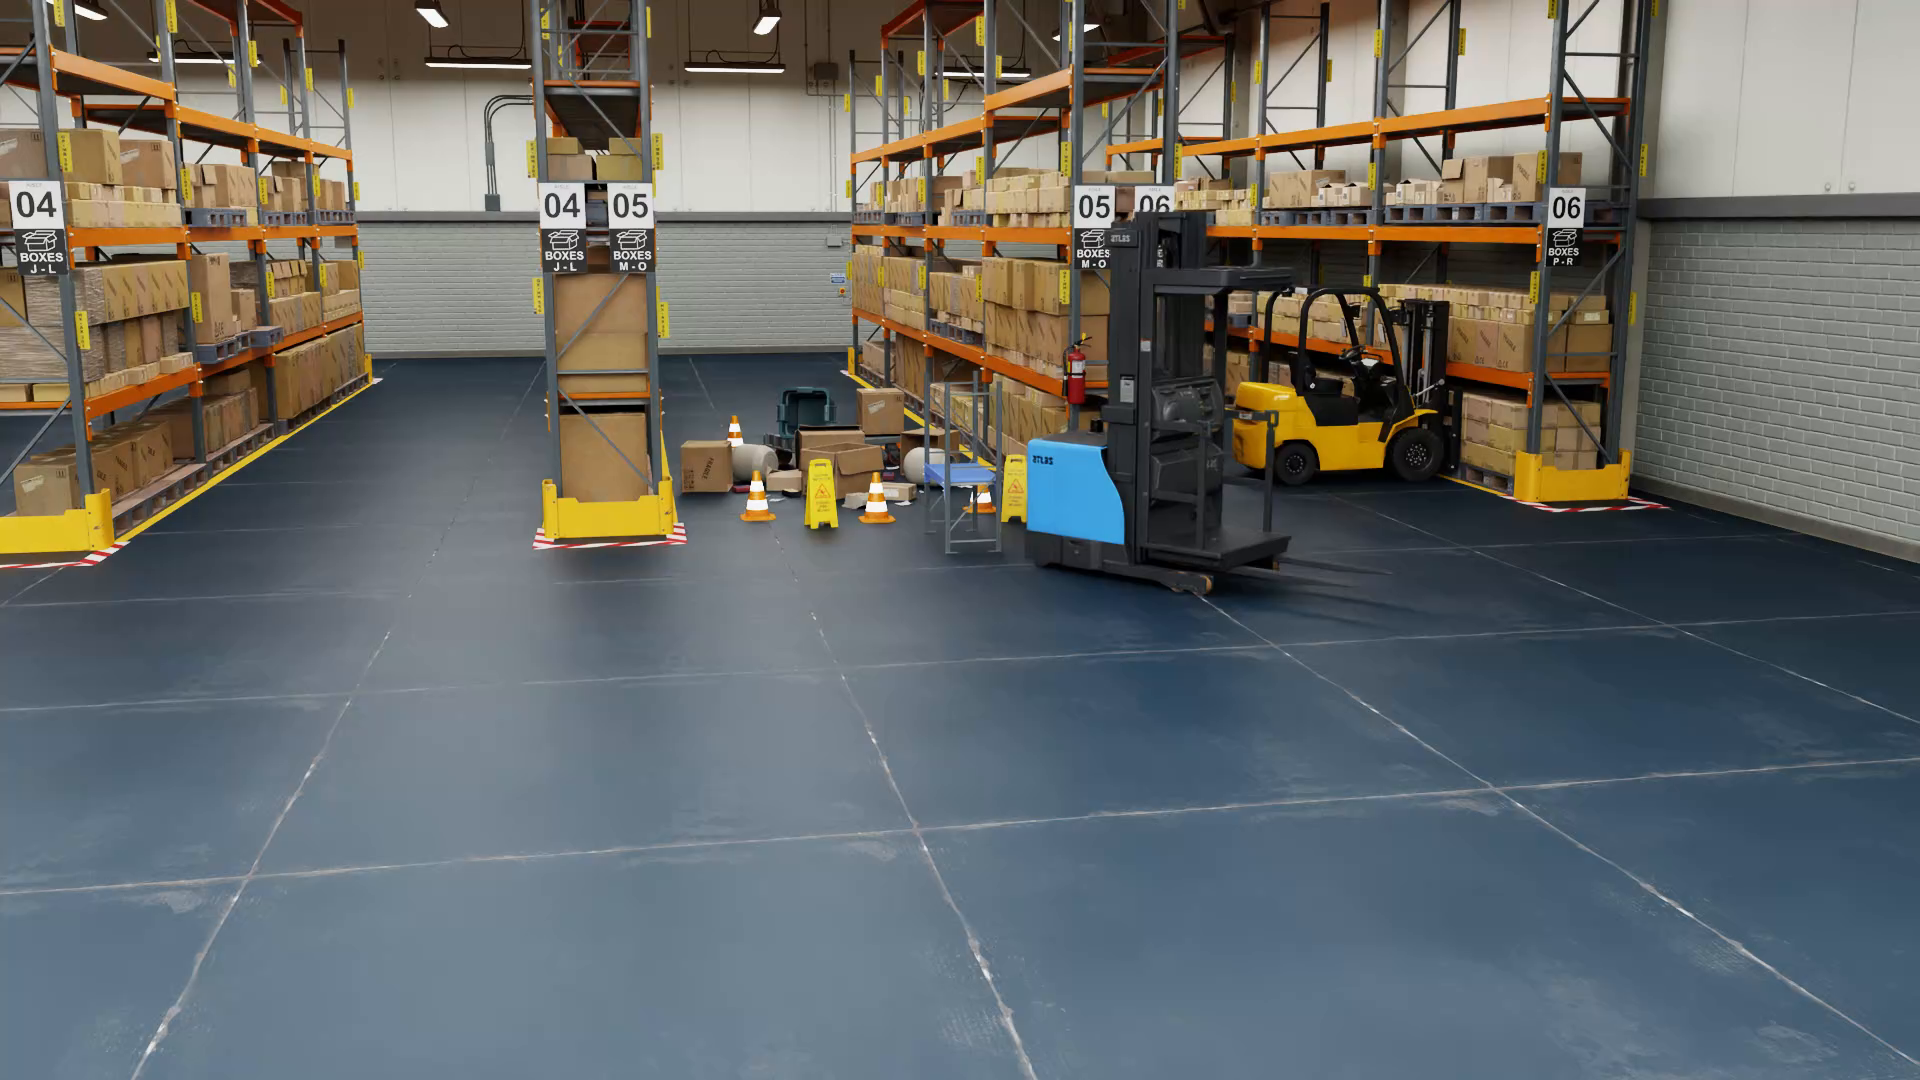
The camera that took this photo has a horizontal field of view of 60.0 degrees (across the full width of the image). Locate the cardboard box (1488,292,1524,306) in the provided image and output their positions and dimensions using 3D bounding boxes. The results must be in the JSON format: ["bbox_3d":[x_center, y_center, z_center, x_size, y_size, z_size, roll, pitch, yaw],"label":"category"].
[{"bbox_3d":[6.021,-2.633,18.208,0.380,0.149,0.250,-2,11,-11],"label":"cardboard box"}]

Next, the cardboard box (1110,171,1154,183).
[{"bbox_3d":[1.692,-3.555,16.366,0.380,0.149,0.250,-2,11,-11],"label":"cardboard box"}]

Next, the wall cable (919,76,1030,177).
[{"bbox_3d":[0.544,-8.794,37.234,2.988,3.039,0.133,-2,11,-11],"label":"wall cable"}]

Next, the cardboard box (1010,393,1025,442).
[{"bbox_3d":[0.847,-1.387,18.685,0.500,0.500,0.500,-2,11,-8],"label":"cardboard box"}]

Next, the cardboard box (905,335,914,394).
[{"bbox_3d":[-0.391,-2.827,26.588,0.875,0.875,0.875,-2,11,-9],"label":"cardboard box"}]

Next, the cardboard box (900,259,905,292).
[{"bbox_3d":[-0.642,-4.111,25.832,0.500,0.500,0.500,-2,11,-12],"label":"cardboard box"}]

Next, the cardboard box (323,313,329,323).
[{"bbox_3d":[-10.225,-3.524,26.358,0.380,0.149,0.250,-2,11,-11],"label":"cardboard box"}]

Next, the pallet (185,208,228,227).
[{"bbox_3d":[-8.954,-3.612,18.630,1.213,0.211,1.003,-2,11,-11],"label":"pallet"}]

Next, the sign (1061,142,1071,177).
[{"bbox_3d":[1.012,-3.632,15.867,0.100,0.325,0.005,-2,11,-11],"label":"sign"}]

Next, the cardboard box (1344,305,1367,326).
[{"bbox_3d":[5.305,-2.908,21.514,0.500,0.250,0.500,-2,11,-12],"label":"cardboard box"}]

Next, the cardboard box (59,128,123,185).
[{"bbox_3d":[-8.184,-3.576,15.541,0.500,0.500,0.500,-2,11,-11],"label":"cardboard box"}]

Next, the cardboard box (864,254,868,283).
[{"bbox_3d":[-1.424,-4.836,29.643,0.500,0.500,0.500,-2,11,-11],"label":"cardboard box"}]

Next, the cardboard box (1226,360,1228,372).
[{"bbox_3d":[4.388,-2.625,26.526,0.500,0.500,0.500,-2,11,-9],"label":"cardboard box"}]

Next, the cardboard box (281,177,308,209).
[{"bbox_3d":[-10.705,-5.500,26.391,0.700,0.500,0.500,-3,11,-14],"label":"cardboard box"}]

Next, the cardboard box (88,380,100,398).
[{"bbox_3d":[-8.011,-1.364,15.011,0.380,0.149,0.250,-2,11,-11],"label":"cardboard box"}]

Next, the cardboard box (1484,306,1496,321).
[{"bbox_3d":[5.980,-2.484,18.222,0.380,0.149,0.250,-2,11,-11],"label":"cardboard box"}]

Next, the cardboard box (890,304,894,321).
[{"bbox_3d":[-0.844,-3.682,26.921,0.500,0.250,0.500,-2,11,-12],"label":"cardboard box"}]

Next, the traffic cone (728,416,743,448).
[{"bbox_3d":[-2.833,-1.330,20.946,0.336,0.463,0.334,-2,11,-11],"label":"traffic cone"}]

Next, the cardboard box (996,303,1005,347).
[{"bbox_3d":[0.715,-2.487,19.177,0.500,0.500,0.500,-2,11,-11],"label":"cardboard box"}]

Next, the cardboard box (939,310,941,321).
[{"bbox_3d":[-0.084,-3.119,23.110,0.380,0.149,0.250,-3,11,-15],"label":"cardboard box"}]

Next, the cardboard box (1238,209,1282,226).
[{"bbox_3d":[4.535,-4.874,25.159,0.500,0.250,0.500,-2,11,-13],"label":"cardboard box"}]

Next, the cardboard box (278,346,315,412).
[{"bbox_3d":[-9.996,-2.301,23.821,1.225,0.875,0.875,-2,11,-11],"label":"cardboard box"}]

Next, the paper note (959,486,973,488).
[{"bbox_3d":[0.076,-0.591,18.218,0.142,0.019,0.148,-6,13,-31],"label":"paper note"}]

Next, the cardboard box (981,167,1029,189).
[{"bbox_3d":[0.545,-4.427,20.353,0.500,0.250,0.500,-2,11,-10],"label":"cardboard box"}]

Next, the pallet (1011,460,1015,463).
[{"bbox_3d":[1.189,-0.758,18.613,1.003,0.211,1.213,-2,11,-11],"label":"pallet"}]

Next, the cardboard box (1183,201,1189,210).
[{"bbox_3d":[3.890,-5.517,27.421,0.380,0.149,0.250,-2,11,-10],"label":"cardboard box"}]

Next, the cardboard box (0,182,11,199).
[{"bbox_3d":[-8.456,-3.067,14.601,0.380,0.149,0.250,-2,11,-13],"label":"cardboard box"}]

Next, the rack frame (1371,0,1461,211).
[{"bbox_3d":[5.651,-5.602,20.562,1.000,3.000,0.127,-2,11,-11],"label":"rack frame"}]

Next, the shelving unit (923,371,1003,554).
[{"bbox_3d":[0.017,-0.721,14.974,0.538,1.500,1.048,-2,11,-11],"label":"shelving unit"}]

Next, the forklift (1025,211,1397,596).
[{"bbox_3d":[1.988,-1.113,13.205,3.031,2.935,1.130,9,14,40],"label":"forklift"}]

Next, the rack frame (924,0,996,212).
[{"bbox_3d":[0.005,-6.154,23.464,1.000,3.000,0.127,-2,11,-11],"label":"rack frame"}]

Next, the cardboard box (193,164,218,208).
[{"bbox_3d":[-9.116,-4.106,19.328,0.797,0.503,0.637,-2,11,-9],"label":"cardboard box"}]

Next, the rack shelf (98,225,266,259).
[{"bbox_3d":[-9.327,-3.600,19.991,1.077,0.370,4.000,-2,11,-11],"label":"rack shelf"}]

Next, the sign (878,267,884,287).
[{"bbox_3d":[-1.317,-4.385,27.684,0.100,0.325,0.005,-2,11,-11],"label":"sign"}]

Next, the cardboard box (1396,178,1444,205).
[{"bbox_3d":[5.574,-4.179,19.954,0.500,0.311,0.500,-2,11,-10],"label":"cardboard box"}]

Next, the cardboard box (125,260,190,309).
[{"bbox_3d":[-8.581,-2.727,17.766,0.500,0.500,0.500,-2,11,-11],"label":"cardboard box"}]

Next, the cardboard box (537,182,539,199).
[{"bbox_3d":[-3.672,-3.196,15.223,0.380,0.149,0.250,-2,11,-11],"label":"cardboard box"}]

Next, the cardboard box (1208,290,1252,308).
[{"bbox_3d":[4.374,-3.938,26.466,0.797,0.503,0.637,-2,11,-12],"label":"cardboard box"}]

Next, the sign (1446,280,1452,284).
[{"bbox_3d":[6.195,-3.140,21.142,0.100,0.325,0.005,-2,11,-11],"label":"sign"}]

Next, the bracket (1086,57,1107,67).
[{"bbox_3d":[2.704,-10.674,37.583,0.076,0.066,5.218,-2,11,-11],"label":"bracket"}]

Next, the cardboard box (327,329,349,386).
[{"bbox_3d":[-10.719,-3.032,27.664,0.875,0.875,0.875,-2,11,-11],"label":"cardboard box"}]

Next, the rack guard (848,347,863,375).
[{"bbox_3d":[-1.556,-3.451,31.991,1.175,0.500,0.348,-2,11,-11],"label":"rack guard"}]

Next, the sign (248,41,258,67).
[{"bbox_3d":[-9.186,-6.313,21.589,0.100,0.325,0.005,-2,11,-11],"label":"sign"}]

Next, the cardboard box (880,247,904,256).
[{"bbox_3d":[-1.145,-4.845,27.952,0.380,0.149,0.250,-2,11,-12],"label":"cardboard box"}]

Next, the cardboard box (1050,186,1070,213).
[{"bbox_3d":[1.197,-3.370,16.464,0.500,0.250,0.500,-2,11,-12],"label":"cardboard box"}]

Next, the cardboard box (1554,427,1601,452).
[{"bbox_3d":[6.541,-1.116,17.932,0.500,0.250,0.500,-2,11,-10],"label":"cardboard box"}]

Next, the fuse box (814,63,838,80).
[{"bbox_3d":[-2.914,-10.213,36.229,0.513,0.334,0.176,-2,11,-11],"label":"fuse box"}]

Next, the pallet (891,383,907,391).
[{"bbox_3d":[-0.549,-2.432,27.411,1.003,0.211,1.213,-2,11,-11],"label":"pallet"}]

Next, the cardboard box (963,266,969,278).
[{"bbox_3d":[0.248,-3.446,21.357,0.380,0.149,0.250,-3,11,-13],"label":"cardboard box"}]

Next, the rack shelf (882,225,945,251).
[{"bbox_3d":[-0.384,-4.694,25.739,1.077,0.370,4.000,-2,11,-11],"label":"rack shelf"}]
